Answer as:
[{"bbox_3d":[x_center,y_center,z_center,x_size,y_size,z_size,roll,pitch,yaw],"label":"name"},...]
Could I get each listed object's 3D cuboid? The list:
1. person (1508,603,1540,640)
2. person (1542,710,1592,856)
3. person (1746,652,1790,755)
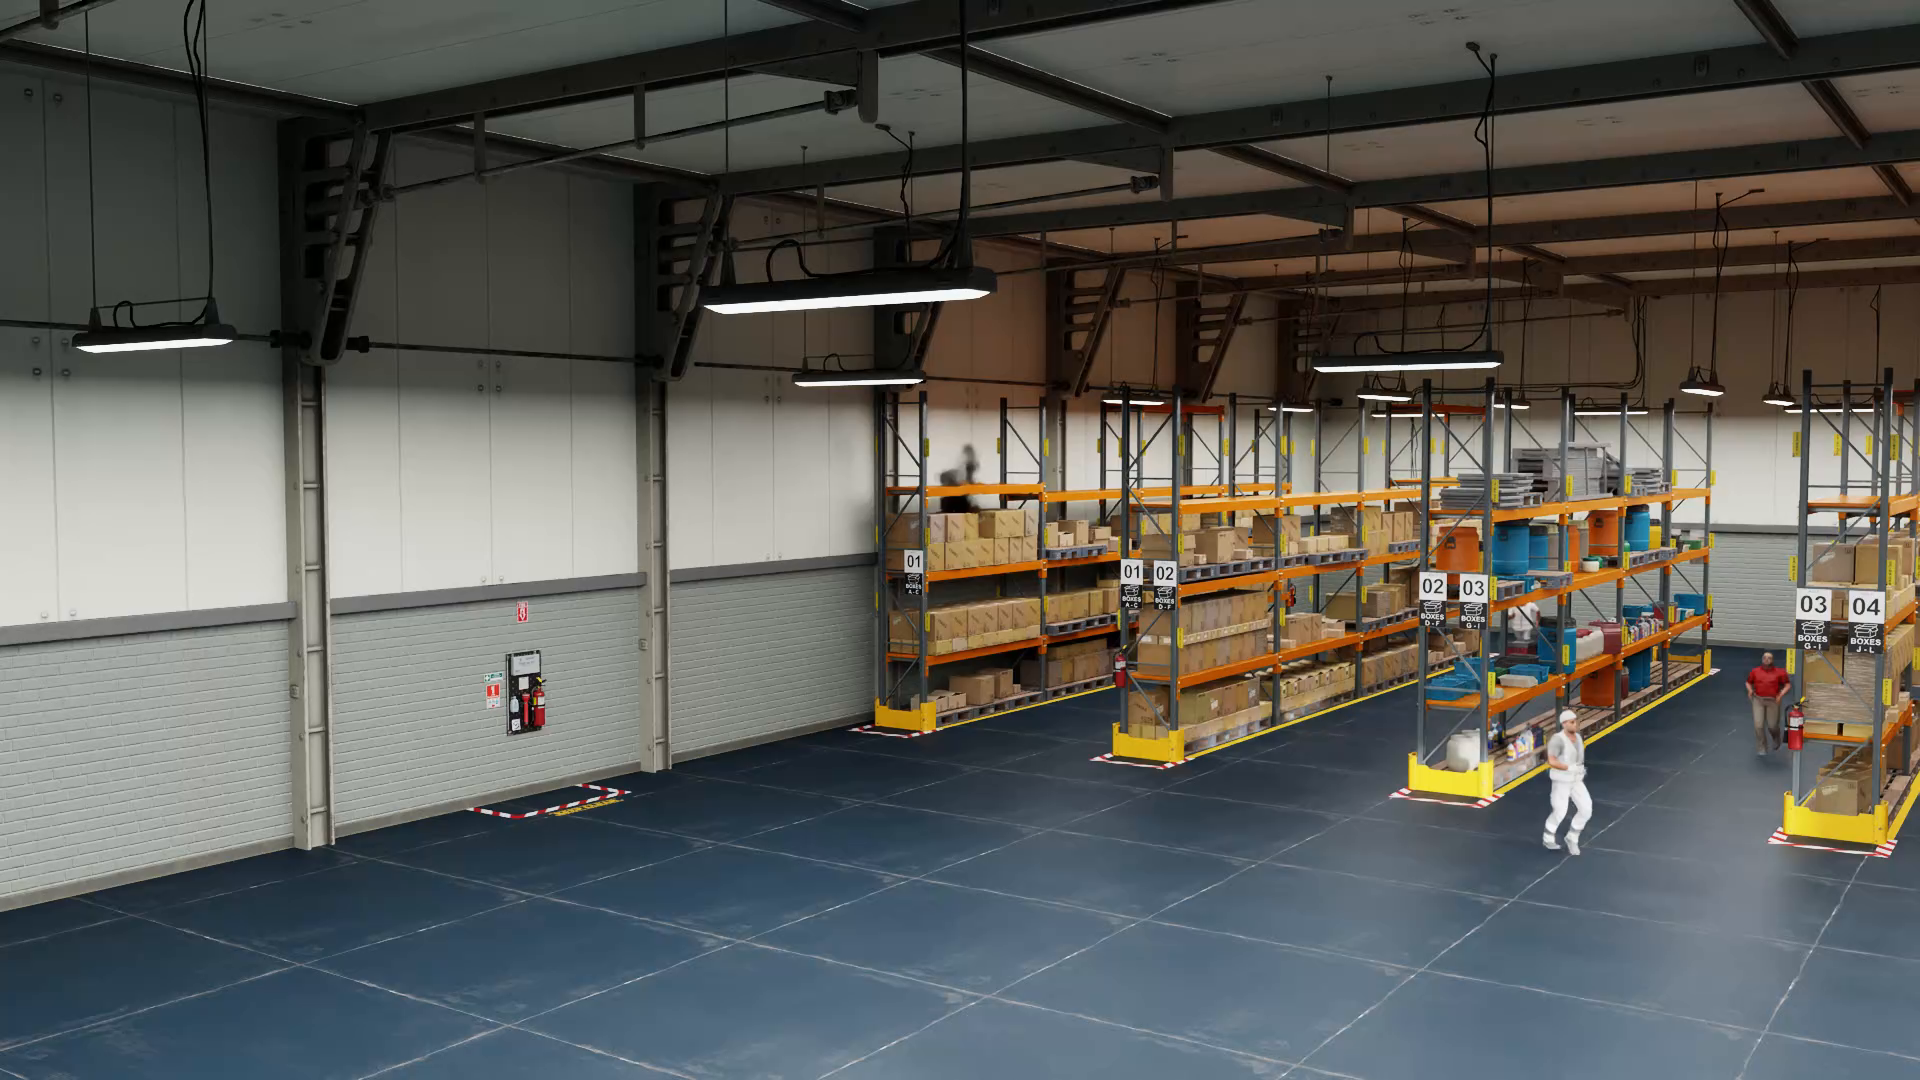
[{"bbox_3d":[12.598,2.017,37.321,0.683,1.783,0.931,2,4,31],"label":"person"},{"bbox_3d":[7.482,2.993,20.396,0.683,1.822,0.718,-1,3,-24],"label":"person"},{"bbox_3d":[13.134,2.658,27.081,0.660,1.674,0.626,2,4,35],"label":"person"}]
